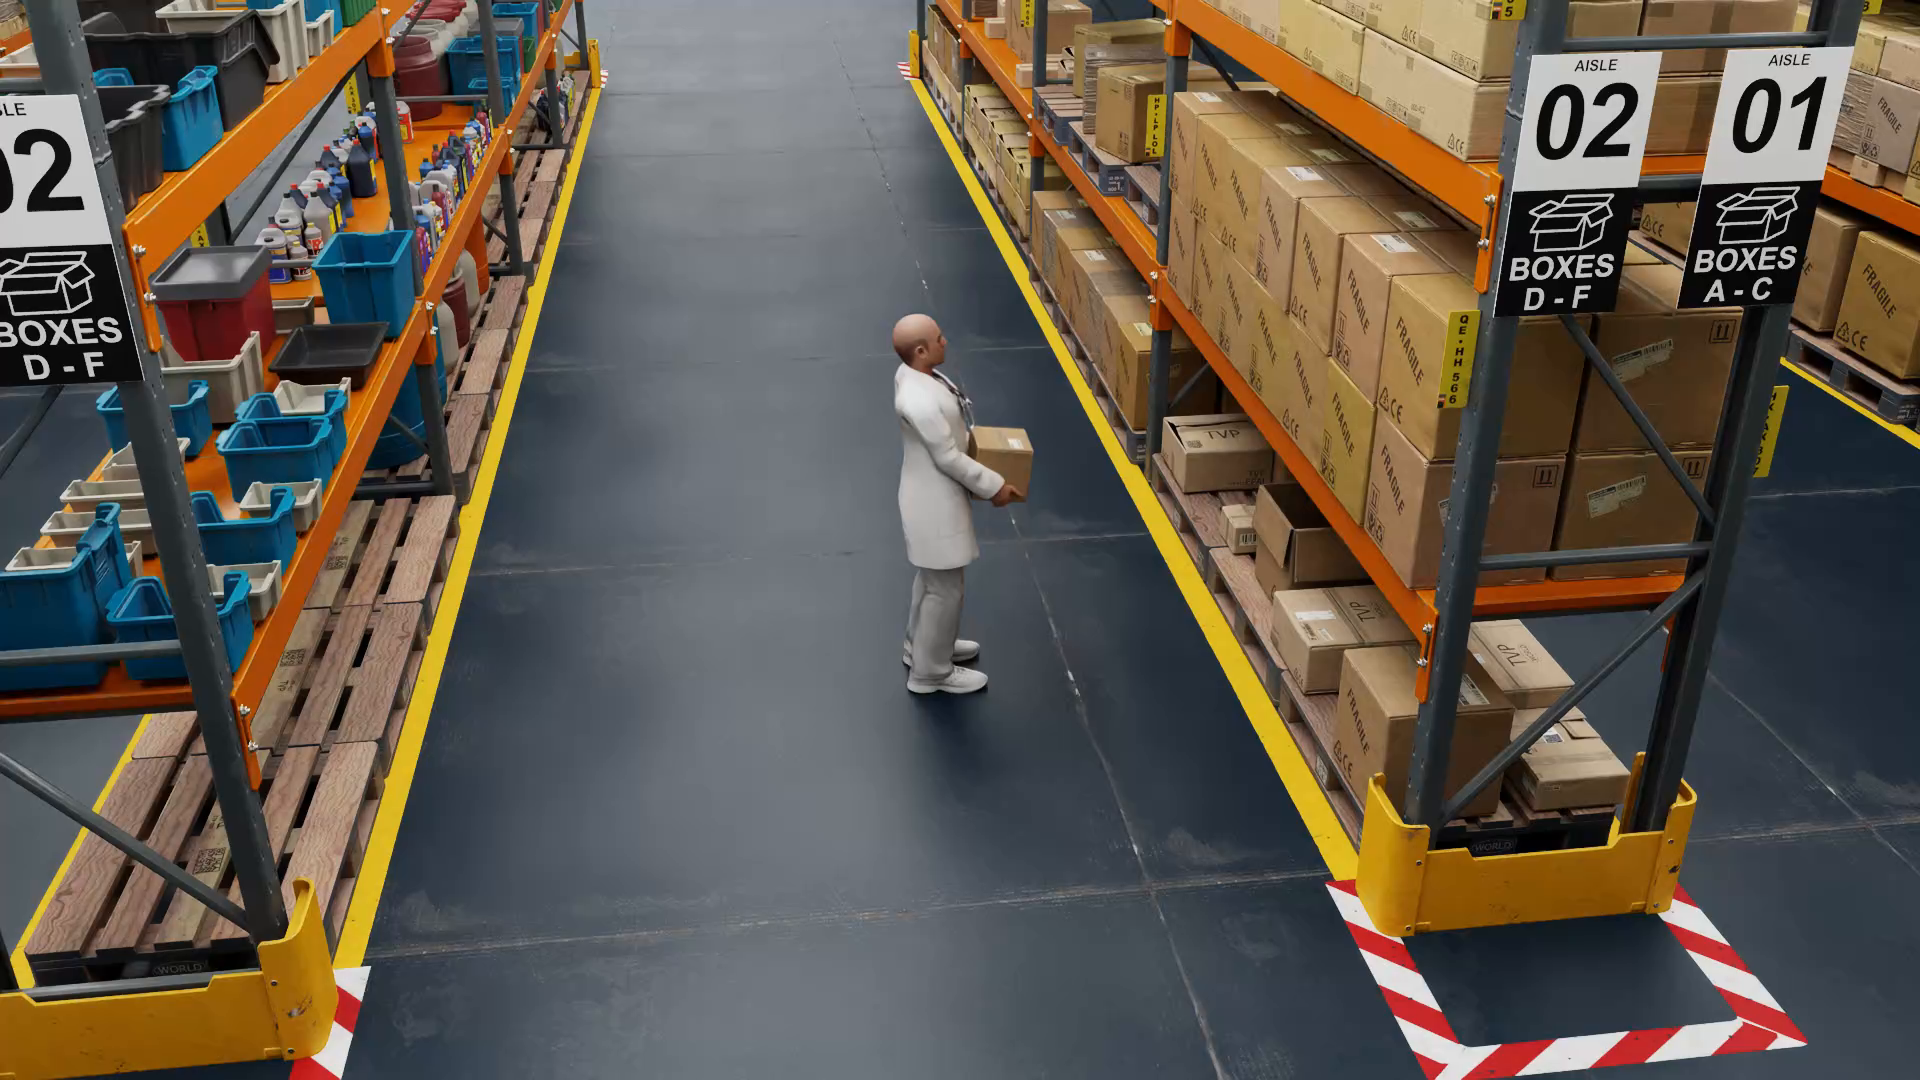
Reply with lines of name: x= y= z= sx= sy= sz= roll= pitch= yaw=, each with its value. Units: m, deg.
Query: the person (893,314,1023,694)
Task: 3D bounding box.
person: x=-0.014 y=-0.169 z=7.474 sx=0.555 sy=1.770 sz=0.530 roll=-3 pitch=27 yaw=-6
